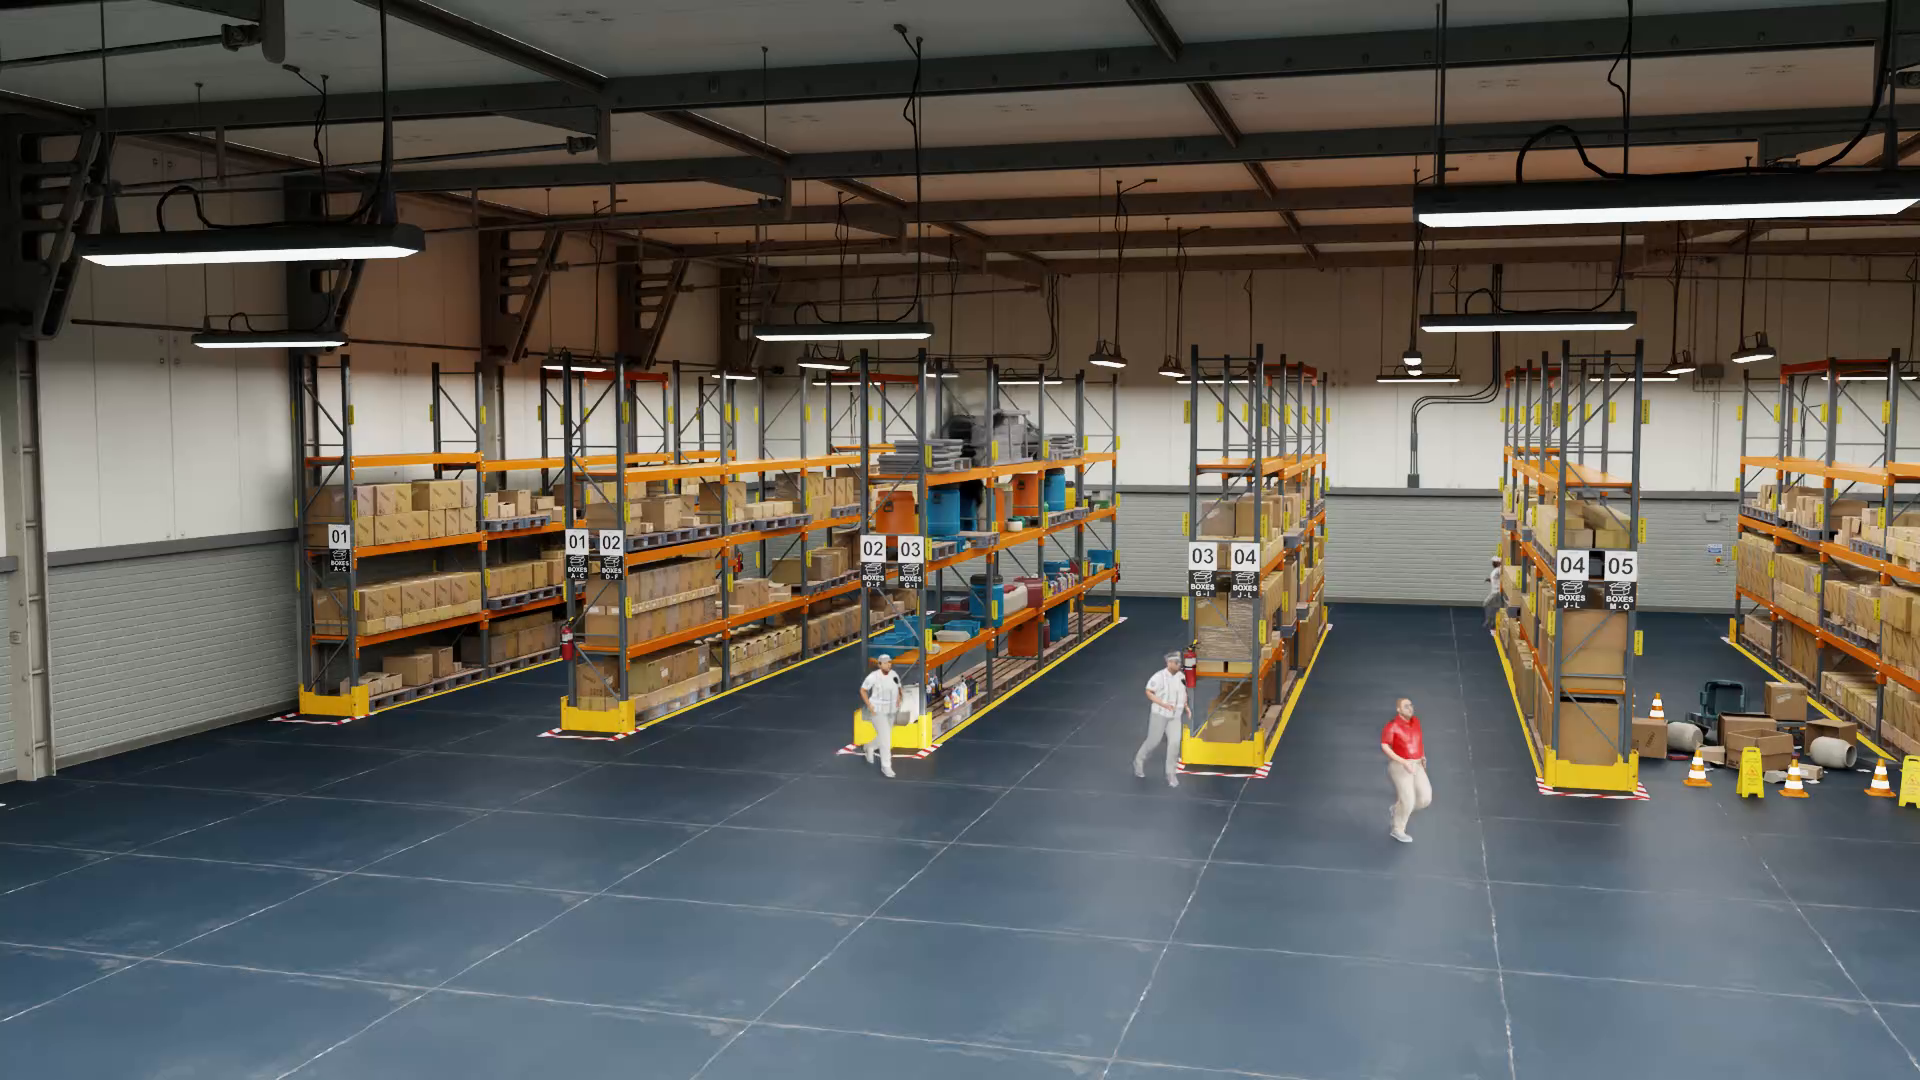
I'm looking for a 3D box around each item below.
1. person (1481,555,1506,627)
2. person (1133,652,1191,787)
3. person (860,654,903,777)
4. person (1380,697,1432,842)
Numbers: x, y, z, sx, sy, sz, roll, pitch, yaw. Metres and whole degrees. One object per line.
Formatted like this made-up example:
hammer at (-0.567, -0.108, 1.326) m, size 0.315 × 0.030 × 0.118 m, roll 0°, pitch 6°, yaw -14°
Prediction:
person at (12.687, 1.221, 39.137) m, size 0.804 × 1.768 × 0.799 m, roll 2°, pitch 5°, yaw 20°
person at (2.865, 2.409, 22.781) m, size 0.734 × 1.774 × 0.895 m, roll -2°, pitch 5°, yaw -25°
person at (-1.090, 2.420, 23.338) m, size 0.622 × 1.672 × 0.851 m, roll -3°, pitch 6°, yaw -39°
person at (5.266, 2.697, 19.609) m, size 0.669 × 1.692 × 0.540 m, roll -3°, pitch 5°, yaw -32°
